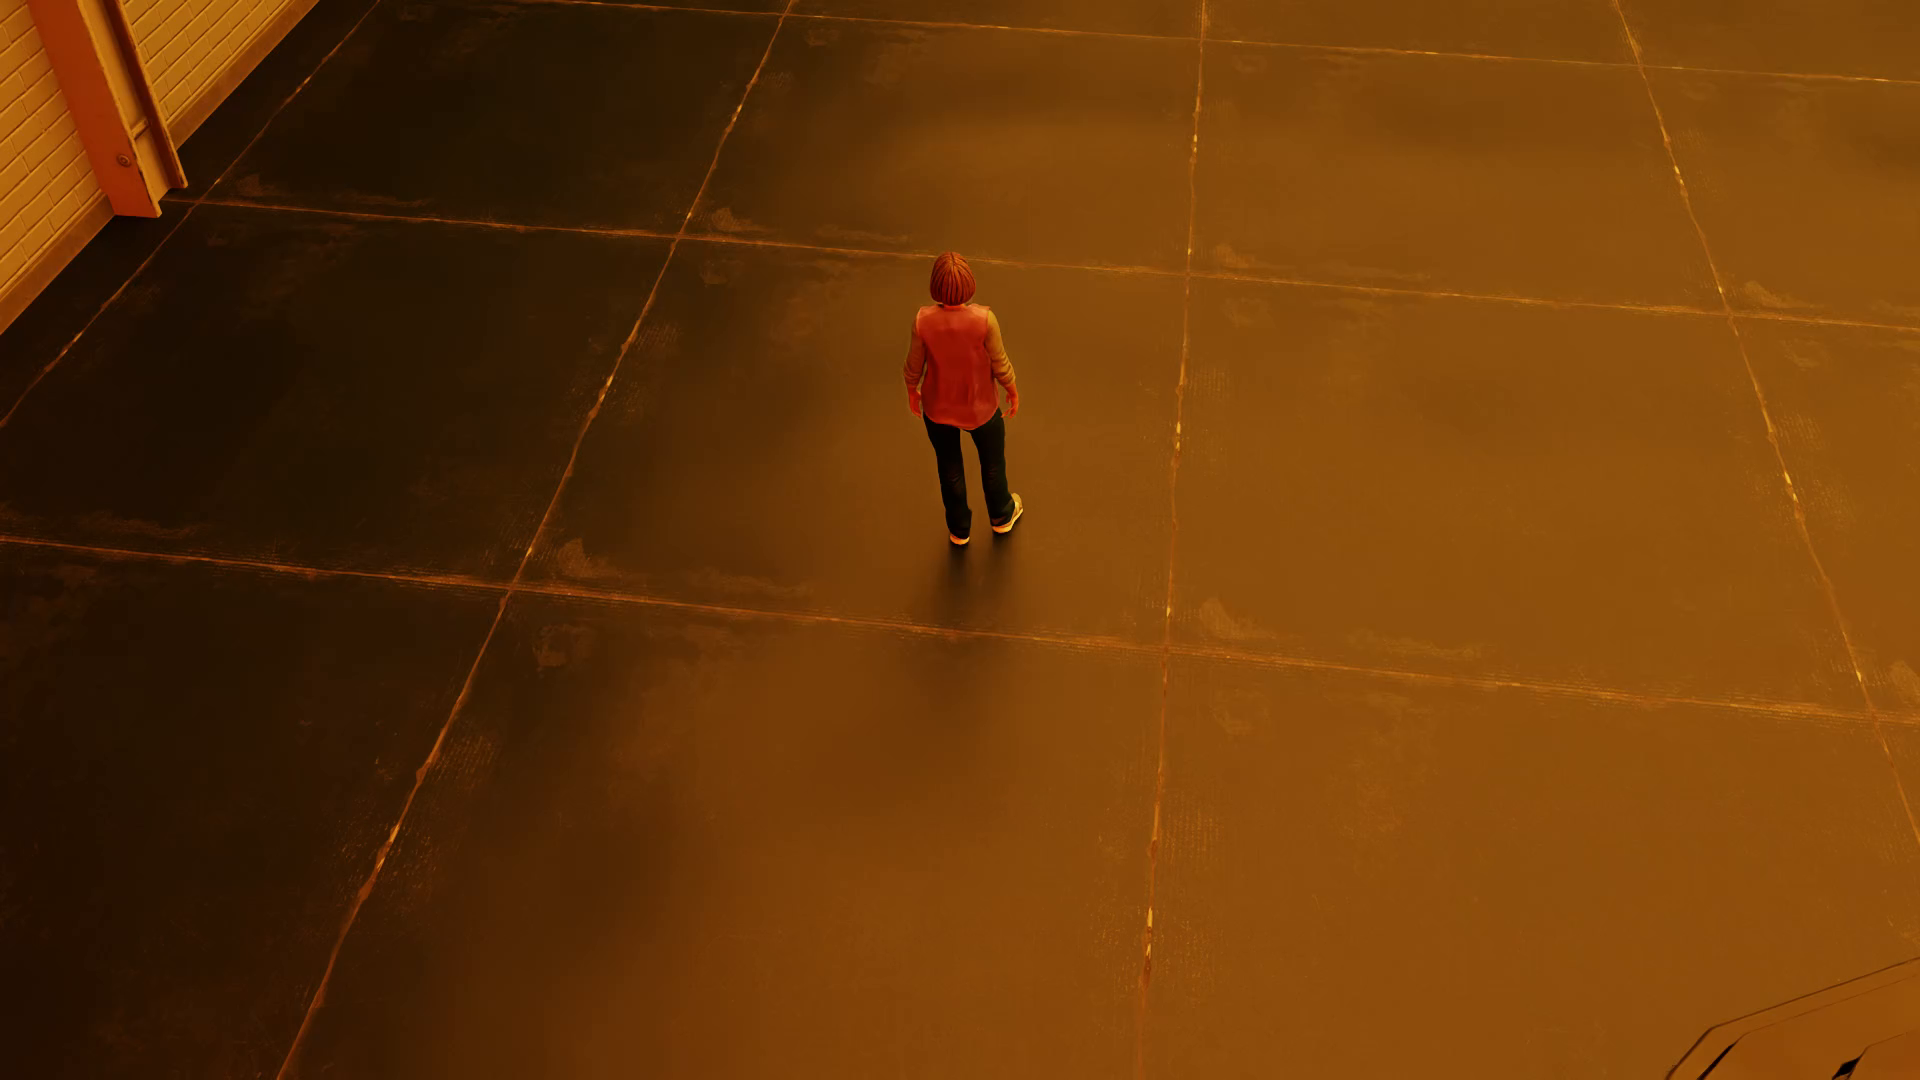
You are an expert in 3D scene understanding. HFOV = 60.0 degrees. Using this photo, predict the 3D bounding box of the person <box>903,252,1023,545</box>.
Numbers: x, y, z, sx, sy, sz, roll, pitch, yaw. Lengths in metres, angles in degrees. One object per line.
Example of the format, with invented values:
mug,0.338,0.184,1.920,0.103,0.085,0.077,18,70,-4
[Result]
person,0.024,-0.642,7.398,0.520,1.597,0.476,5,43,6

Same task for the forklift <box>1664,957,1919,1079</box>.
forklift,1.777,2.290,3.231,1.130,2.935,3.031,-13,44,-14
